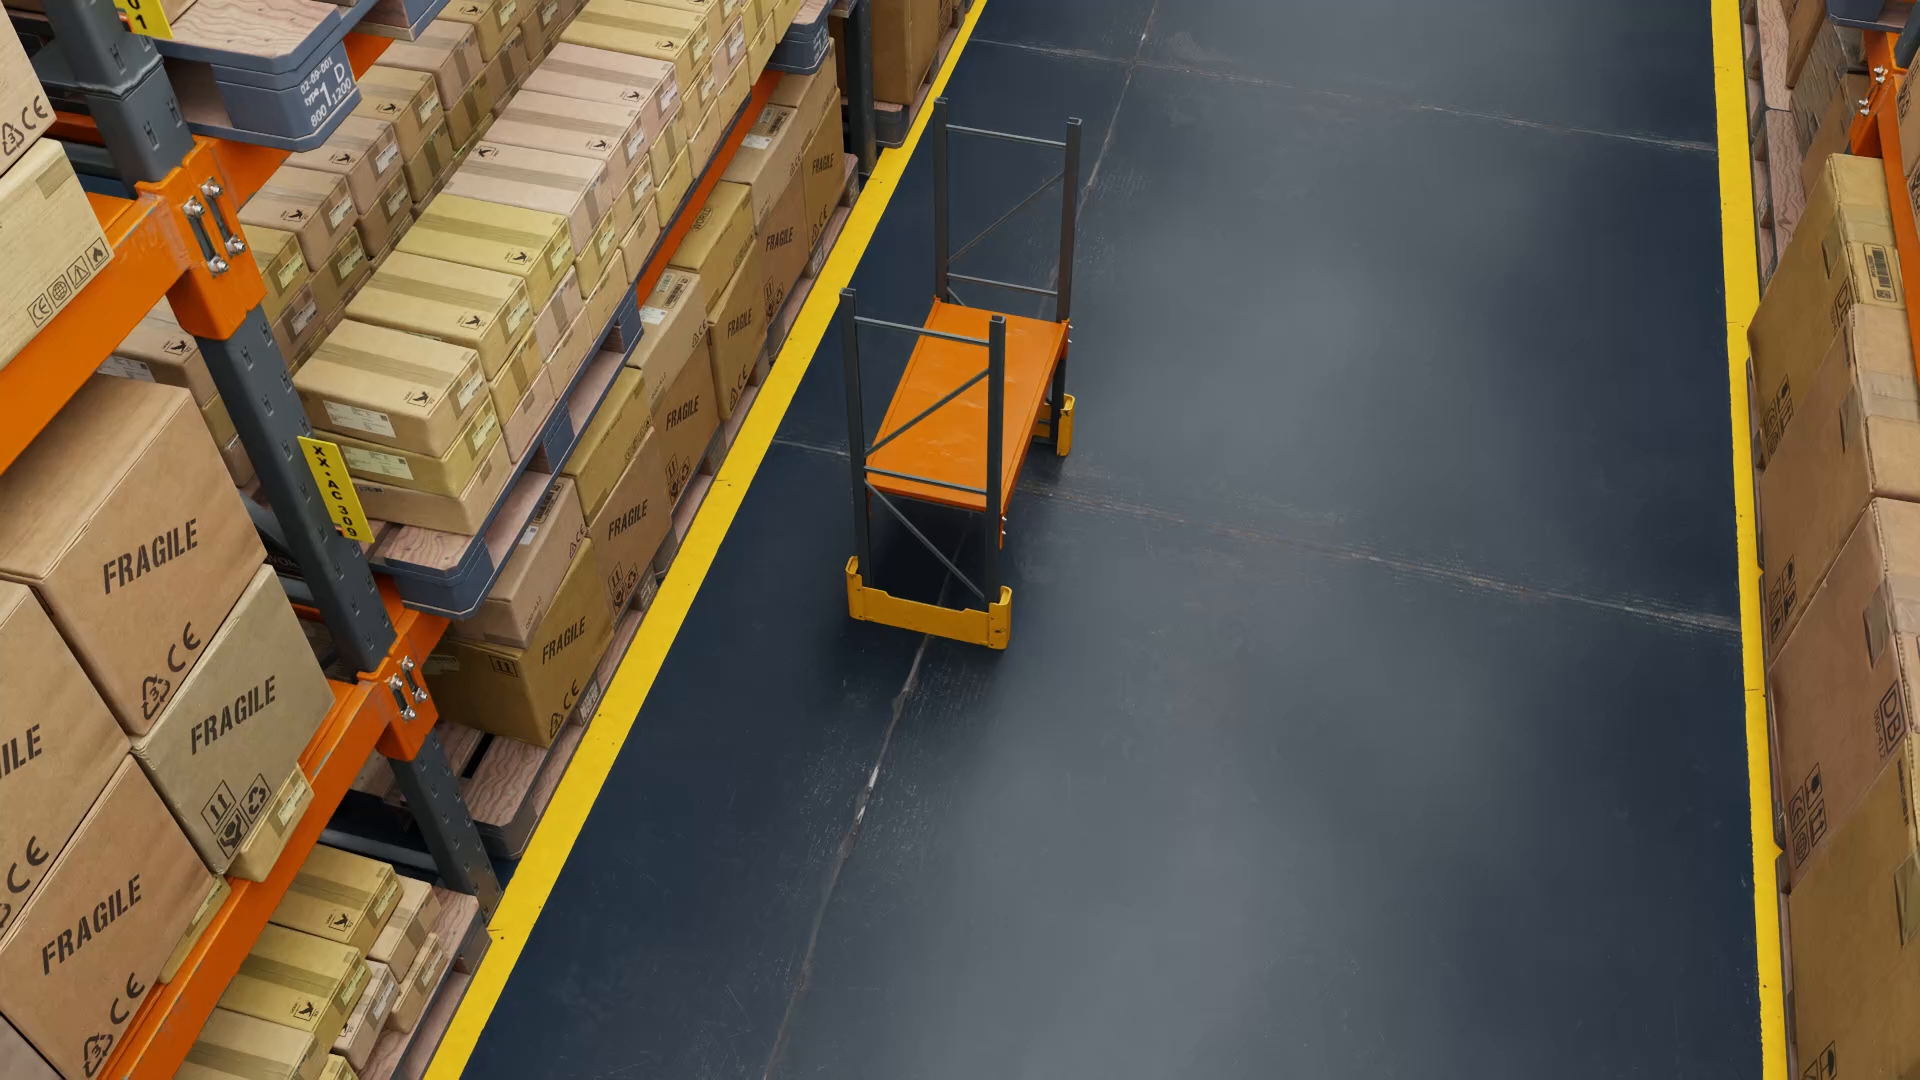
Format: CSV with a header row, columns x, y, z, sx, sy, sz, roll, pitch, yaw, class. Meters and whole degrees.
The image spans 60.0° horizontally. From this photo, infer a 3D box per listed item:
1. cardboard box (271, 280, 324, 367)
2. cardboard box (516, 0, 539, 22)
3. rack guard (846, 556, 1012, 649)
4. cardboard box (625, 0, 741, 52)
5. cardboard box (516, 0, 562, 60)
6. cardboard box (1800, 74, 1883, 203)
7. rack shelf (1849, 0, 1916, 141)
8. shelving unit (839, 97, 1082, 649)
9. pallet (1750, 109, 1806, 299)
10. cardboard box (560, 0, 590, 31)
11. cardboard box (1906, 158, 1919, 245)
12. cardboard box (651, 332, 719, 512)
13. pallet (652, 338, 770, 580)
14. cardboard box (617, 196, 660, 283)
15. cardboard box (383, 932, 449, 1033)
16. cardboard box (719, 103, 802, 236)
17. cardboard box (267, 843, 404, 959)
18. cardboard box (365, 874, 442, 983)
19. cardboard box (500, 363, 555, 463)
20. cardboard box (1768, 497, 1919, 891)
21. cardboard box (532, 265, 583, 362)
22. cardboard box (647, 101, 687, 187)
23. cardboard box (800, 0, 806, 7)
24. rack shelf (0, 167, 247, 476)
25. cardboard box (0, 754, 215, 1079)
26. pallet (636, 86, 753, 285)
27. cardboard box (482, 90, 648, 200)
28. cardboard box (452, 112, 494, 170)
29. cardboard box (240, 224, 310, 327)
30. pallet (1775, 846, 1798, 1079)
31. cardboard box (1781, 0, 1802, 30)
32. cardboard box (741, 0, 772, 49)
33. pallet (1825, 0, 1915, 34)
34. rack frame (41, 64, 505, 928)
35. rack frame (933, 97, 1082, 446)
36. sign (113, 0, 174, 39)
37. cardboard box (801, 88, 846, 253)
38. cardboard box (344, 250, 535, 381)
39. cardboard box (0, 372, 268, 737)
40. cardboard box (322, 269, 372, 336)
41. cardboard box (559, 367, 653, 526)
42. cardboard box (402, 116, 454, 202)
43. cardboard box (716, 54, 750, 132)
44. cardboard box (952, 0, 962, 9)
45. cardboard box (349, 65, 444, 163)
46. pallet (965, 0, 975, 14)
x,y,z,sx,sy,sz,roll,pitch,yaw,class
-1.958,-0.598,4.466,0.380,0.149,0.250,12,50,10,cardboard box
-1.540,-1.825,5.350,0.380,0.149,0.250,13,50,11,cardboard box
-0.111,0.222,5.887,0.587,0.250,0.087,12,50,10,rack guard
-0.916,-1.692,5.233,0.380,0.149,0.250,14,50,12,cardboard box
-1.546,-1.732,5.467,0.380,0.149,0.250,11,50,10,cardboard box
4.028,-1.574,7.012,0.700,0.500,0.500,9,49,8,cardboard box
4.398,-2.976,7.356,1.077,0.370,4.000,12,50,10,rack shelf
0.020,-0.551,5.736,0.587,1.500,1.083,12,50,10,shelving unit
4.078,-1.409,7.353,1.003,0.211,1.213,12,50,10,pallet
-1.478,-1.813,5.737,0.380,0.149,0.250,13,50,11,cardboard box
3.347,-1.129,5.179,0.500,0.500,0.500,10,49,9,cardboard box
-1.227,-0.484,6.064,0.500,0.500,0.500,12,50,11,cardboard box
-1.417,-0.452,6.508,1.003,0.211,1.213,12,50,10,pallet
-1.122,-0.923,4.951,0.380,0.149,0.250,10,49,8,cardboard box
-1.715,1.230,4.786,0.380,0.149,0.250,12,50,11,cardboard box
-0.937,-1.465,6.429,0.500,0.250,0.500,12,50,11,cardboard box
-1.783,0.990,4.600,0.380,0.149,0.250,13,50,11,cardboard box
-1.716,1.071,4.727,0.380,0.149,0.250,12,50,11,cardboard box
-1.325,-0.377,4.470,0.380,0.149,0.250,12,50,11,cardboard box
3.202,0.577,4.877,1.225,0.875,0.875,10,49,9,cardboard box
-1.259,-0.649,4.511,0.380,0.149,0.250,13,50,11,cardboard box
-1.052,-1.224,5.019,0.380,0.149,0.250,11,49,9,cardboard box
-0.708,-2.062,5.957,0.380,0.149,0.250,12,50,11,cardboard box
-2.466,0.766,2.052,1.077,0.370,4.000,12,50,10,rack shelf
-1.933,0.724,3.346,0.500,0.500,0.500,10,49,9,cardboard box
-1.369,-1.316,5.538,1.003,0.211,1.213,12,50,10,pallet
-1.120,-1.126,4.734,0.380,0.149,0.250,11,50,10,cardboard box
-1.687,-1.251,5.241,0.380,0.149,0.250,14,50,12,cardboard box
-1.953,-0.702,4.360,0.380,0.149,0.250,10,49,9,cardboard box
2.949,1.476,4.807,1.003,0.211,1.213,12,50,10,pallet
4.451,-2.793,8.088,0.700,0.500,0.500,8,49,7,cardboard box
-0.847,-1.781,5.511,0.380,0.149,0.250,11,50,10,cardboard box
3.956,-2.240,6.354,1.213,0.211,1.003,12,50,10,pallet
-1.940,0.074,4.184,1.000,3.000,0.127,12,50,10,rack frame
0.156,-0.926,6.067,0.500,1.500,0.032,12,50,10,rack frame
-1.414,-0.988,2.776,0.100,0.325,0.005,12,50,10,sign
-0.808,-1.603,7.051,0.500,0.500,0.500,11,50,10,cardboard box
-1.325,-0.576,4.248,0.380,0.149,0.250,13,50,11,cardboard box
-1.803,0.005,3.313,0.500,0.500,0.500,10,49,9,cardboard box
-1.891,-0.676,4.733,0.380,0.149,0.250,11,50,10,cardboard box
-1.353,-0.354,5.449,0.500,0.250,0.500,13,50,11,cardboard box
-1.752,-1.163,4.965,0.380,0.149,0.250,9,49,8,cardboard box
-0.916,-1.501,5.461,0.380,0.149,0.250,13,50,11,cardboard box
-0.413,-3.269,8.355,1.050,0.750,0.750,12,50,11,cardboard box
-1.746,-1.255,4.848,0.380,0.149,0.250,10,49,9,cardboard box
-0.284,-3.331,9.049,1.003,0.211,1.213,12,50,10,pallet
